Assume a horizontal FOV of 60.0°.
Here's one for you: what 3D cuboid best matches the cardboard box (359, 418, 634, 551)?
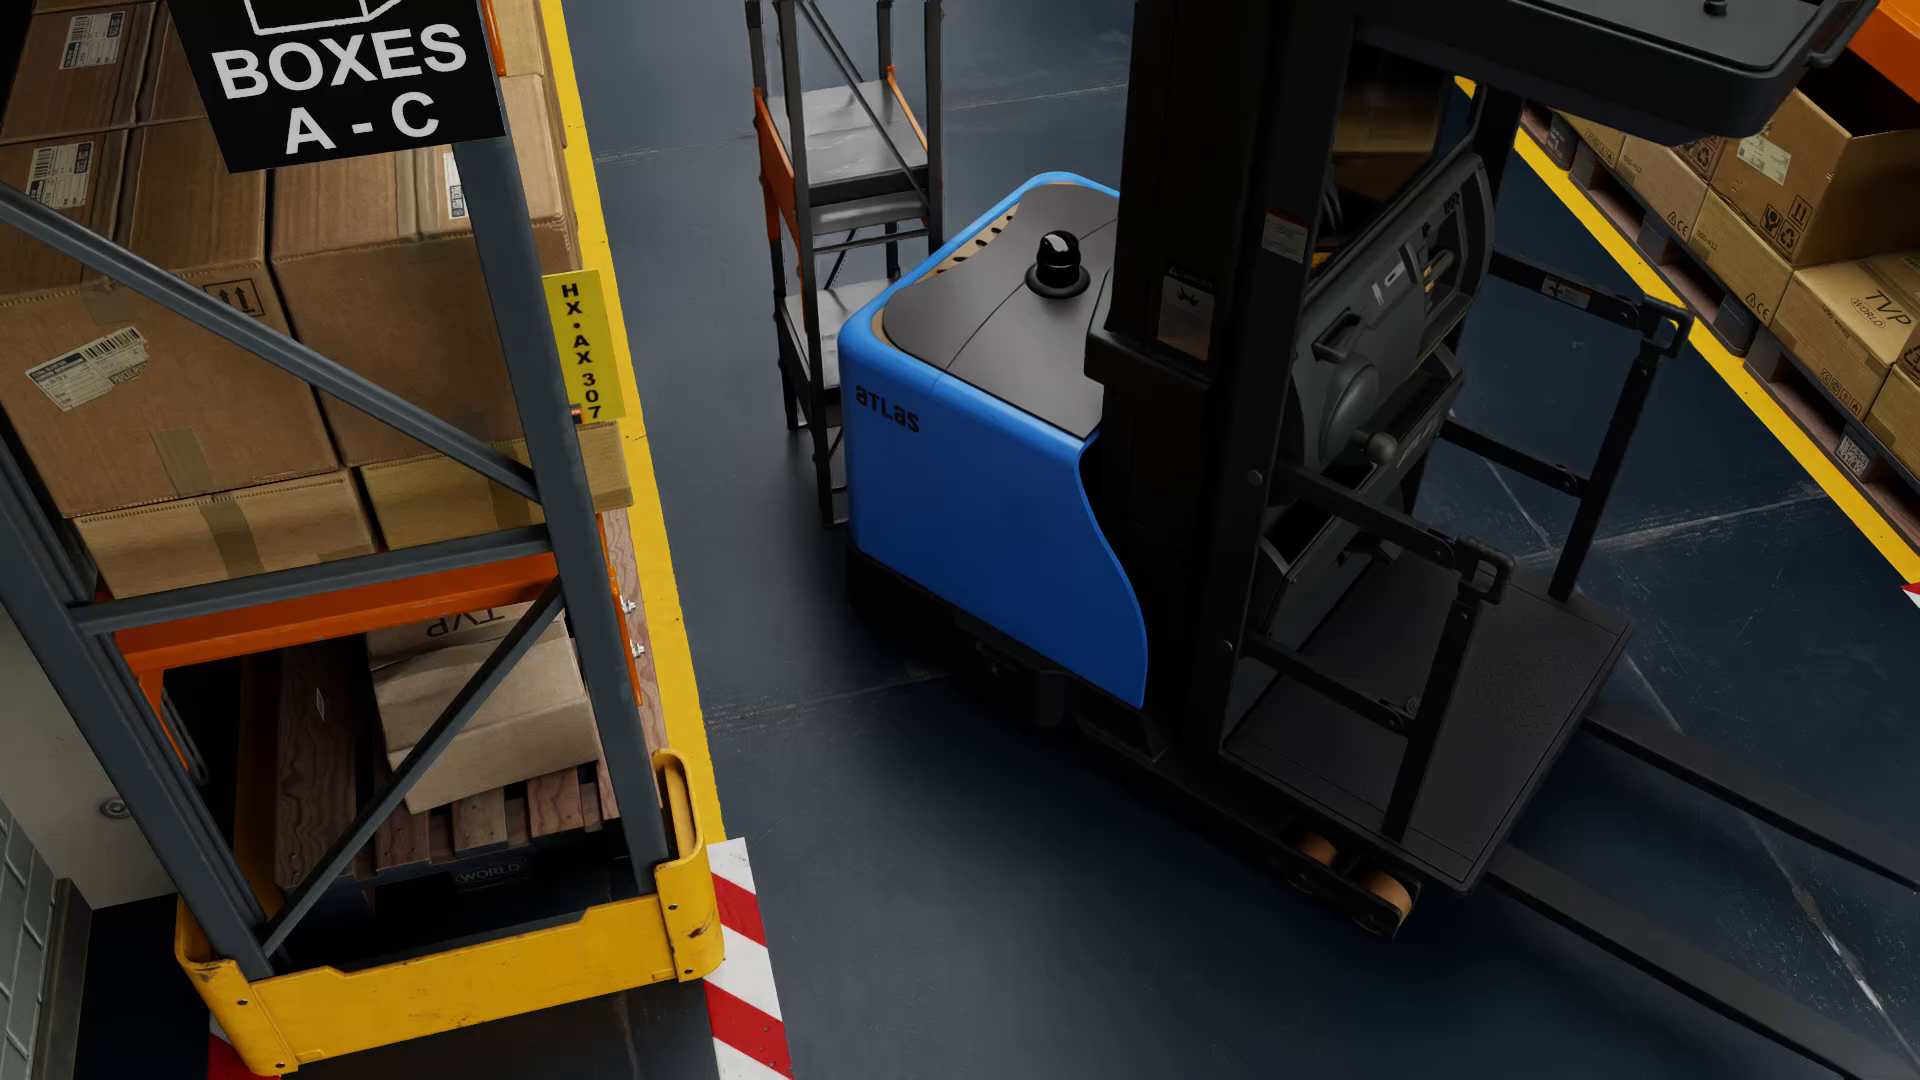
[{"bbox_3d":[-0.991,-0.275,3.510,0.500,0.250,0.500,-12,47,-11],"label":"cardboard box"}]

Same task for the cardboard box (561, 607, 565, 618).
[{"bbox_3d":[-1.409,-0.026,4.750,0.500,0.311,0.500,-7,46,-7],"label":"cardboard box"}]

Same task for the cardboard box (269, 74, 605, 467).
[{"bbox_3d":[-1.004,-0.527,3.232,0.500,0.500,0.500,-11,47,-10],"label":"cardboard box"}]

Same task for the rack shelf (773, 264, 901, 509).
[{"bbox_3d":[-0.316,-0.486,5.255,0.431,0.518,0.480,-13,47,-12],"label":"rack shelf"}]

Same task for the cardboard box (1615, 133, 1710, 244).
[{"bbox_3d":[2.796,-1.368,6.121,0.500,0.250,0.500,-11,47,-10],"label":"cardboard box"}]

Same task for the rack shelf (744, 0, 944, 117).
[{"bbox_3d":[-0.316,-1.466,4.255,0.431,0.518,0.480,-13,47,-12],"label":"rack shelf"}]

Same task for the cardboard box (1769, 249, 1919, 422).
[{"bbox_3d":[3.052,-0.677,5.445,0.500,0.250,0.500,-11,47,-10],"label":"cardboard box"}]

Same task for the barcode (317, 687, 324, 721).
[{"bbox_3d":[-1.654,0.425,4.301,0.001,0.075,0.075,-11,47,-10],"label":"barcode"}]

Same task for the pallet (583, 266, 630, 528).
[{"bbox_3d":[-1.675,-0.410,5.504,1.003,0.211,1.213,-11,47,-10],"label":"pallet"}]

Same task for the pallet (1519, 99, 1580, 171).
[{"bbox_3d":[2.754,-2.062,7.123,1.003,0.211,1.213,-11,47,-10],"label":"pallet"}]

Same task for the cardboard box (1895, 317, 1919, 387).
[{"bbox_3d":[3.190,-0.596,4.840,0.500,0.500,0.500,-11,47,-10],"label":"cardboard box"}]

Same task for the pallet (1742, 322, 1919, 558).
[{"bbox_3d":[3.379,-0.378,5.472,1.003,0.211,1.213,-11,47,-10],"label":"pallet"}]

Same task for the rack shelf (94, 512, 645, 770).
[{"bbox_3d":[-1.685,-1.054,4.687,1.077,0.370,4.000,-11,47,-10],"label":"rack shelf"}]

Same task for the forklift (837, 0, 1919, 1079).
[{"bbox_3d":[1.144,-0.454,3.643,3.031,2.935,1.130,29,52,25],"label":"forklift"}]

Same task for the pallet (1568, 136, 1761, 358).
[{"bbox_3d":[3.070,-1.219,6.296,1.003,0.211,1.213,-11,47,-10],"label":"pallet"}]

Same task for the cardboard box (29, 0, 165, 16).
[{"bbox_3d":[-1.755,-1.134,3.827,0.500,0.500,0.500,-12,47,-11],"label":"cardboard box"}]

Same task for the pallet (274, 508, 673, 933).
[{"bbox_3d":[-1.366,0.431,4.680,1.003,0.211,1.213,-11,47,-10],"label":"pallet"}]

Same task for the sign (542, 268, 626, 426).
[{"bbox_3d":[-0.648,-0.328,2.865,0.100,0.325,0.005,-11,47,-10],"label":"sign"}]

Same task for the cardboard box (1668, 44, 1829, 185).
[{"bbox_3d":[2.793,-1.630,5.853,0.500,0.500,0.500,-11,47,-10],"label":"cardboard box"}]

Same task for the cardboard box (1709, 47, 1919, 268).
[{"bbox_3d":[2.920,-1.284,5.514,0.500,0.500,0.500,-11,47,-10],"label":"cardboard box"}]

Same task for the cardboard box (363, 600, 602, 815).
[{"bbox_3d":[-1.263,0.368,4.364,0.500,0.311,0.500,-16,48,-15],"label":"cardboard box"}]

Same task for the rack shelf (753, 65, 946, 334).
[{"bbox_3d":[-0.316,-0.976,4.755,0.431,0.518,0.480,-13,47,-12],"label":"rack shelf"}]

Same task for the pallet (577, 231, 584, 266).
[{"bbox_3d":[-1.991,-1.254,6.331,1.003,0.211,1.213,-11,47,-10],"label":"pallet"}]

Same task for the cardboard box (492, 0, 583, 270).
[{"bbox_3d":[-1.121,-0.870,3.568,0.500,0.500,0.500,-11,47,-10],"label":"cardboard box"}]

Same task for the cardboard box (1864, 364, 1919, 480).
[{"bbox_3d":[3.192,-0.334,5.109,0.500,0.250,0.500,-11,47,-10],"label":"cardboard box"}]

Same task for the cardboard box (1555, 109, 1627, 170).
[{"bbox_3d":[2.663,-1.712,6.459,0.500,0.250,0.500,-11,47,-10],"label":"cardboard box"}]

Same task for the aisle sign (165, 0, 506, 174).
[{"bbox_3d":[-0.864,-0.840,2.153,0.394,0.787,0.004,-11,47,-10],"label":"aisle sign"}]

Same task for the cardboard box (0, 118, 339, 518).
[{"bbox_3d":[-1.499,-0.429,3.136,0.500,0.500,0.500,-11,47,-11],"label":"cardboard box"}]

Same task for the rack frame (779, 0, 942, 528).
[{"bbox_3d":[-0.244,-0.819,4.583,0.400,2.100,0.015,-13,47,-12],"label":"rack frame"}]

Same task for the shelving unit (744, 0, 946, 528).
[{"bbox_3d":[-0.316,-0.986,4.746,0.431,2.100,0.503,-13,47,-12],"label":"shelving unit"}]

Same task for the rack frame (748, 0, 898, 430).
[{"bbox_3d":[-0.389,-1.152,4.909,0.400,2.100,0.015,-13,47,-12],"label":"rack frame"}]

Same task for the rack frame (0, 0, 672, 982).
[{"bbox_3d":[-1.173,0.075,3.076,1.000,3.000,0.127,-11,47,-10],"label":"rack frame"}]

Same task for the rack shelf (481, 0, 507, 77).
[{"bbox_3d":[-1.685,-2.104,3.615,1.077,0.370,4.000,-11,47,-10],"label":"rack shelf"}]

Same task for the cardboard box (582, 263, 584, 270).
[{"bbox_3d":[-1.137,-0.631,3.859,0.500,0.250,0.500,-12,47,-12],"label":"cardboard box"}]

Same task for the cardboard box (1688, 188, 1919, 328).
[{"bbox_3d":[2.923,-1.022,5.783,0.500,0.250,0.500,-11,47,-10],"label":"cardboard box"}]

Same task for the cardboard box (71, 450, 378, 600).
[{"bbox_3d":[-1.480,-0.167,3.404,0.500,0.250,0.500,-10,46,-10],"label":"cardboard box"}]

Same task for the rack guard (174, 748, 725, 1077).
[{"bbox_3d":[-1.192,0.897,4.021,1.175,0.500,0.348,-11,47,-10],"label":"rack guard"}]

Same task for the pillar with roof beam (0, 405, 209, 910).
[{"bbox_3d":[1.973,-3.137,2.024,9.100,9.000,0.400,-11,47,-10],"label":"pillar with roof beam"}]

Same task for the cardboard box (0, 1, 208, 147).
[{"bbox_3d":[-1.618,-0.778,3.478,0.500,0.500,0.500,-10,46,-10],"label":"cardboard box"}]

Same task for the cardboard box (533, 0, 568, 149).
[{"bbox_3d":[-1.247,-1.228,3.919,0.500,0.500,0.500,-12,47,-12],"label":"cardboard box"}]

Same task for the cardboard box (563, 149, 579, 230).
[{"bbox_3d":[-1.262,-0.983,4.205,0.500,0.250,0.500,-11,47,-11],"label":"cardboard box"}]
